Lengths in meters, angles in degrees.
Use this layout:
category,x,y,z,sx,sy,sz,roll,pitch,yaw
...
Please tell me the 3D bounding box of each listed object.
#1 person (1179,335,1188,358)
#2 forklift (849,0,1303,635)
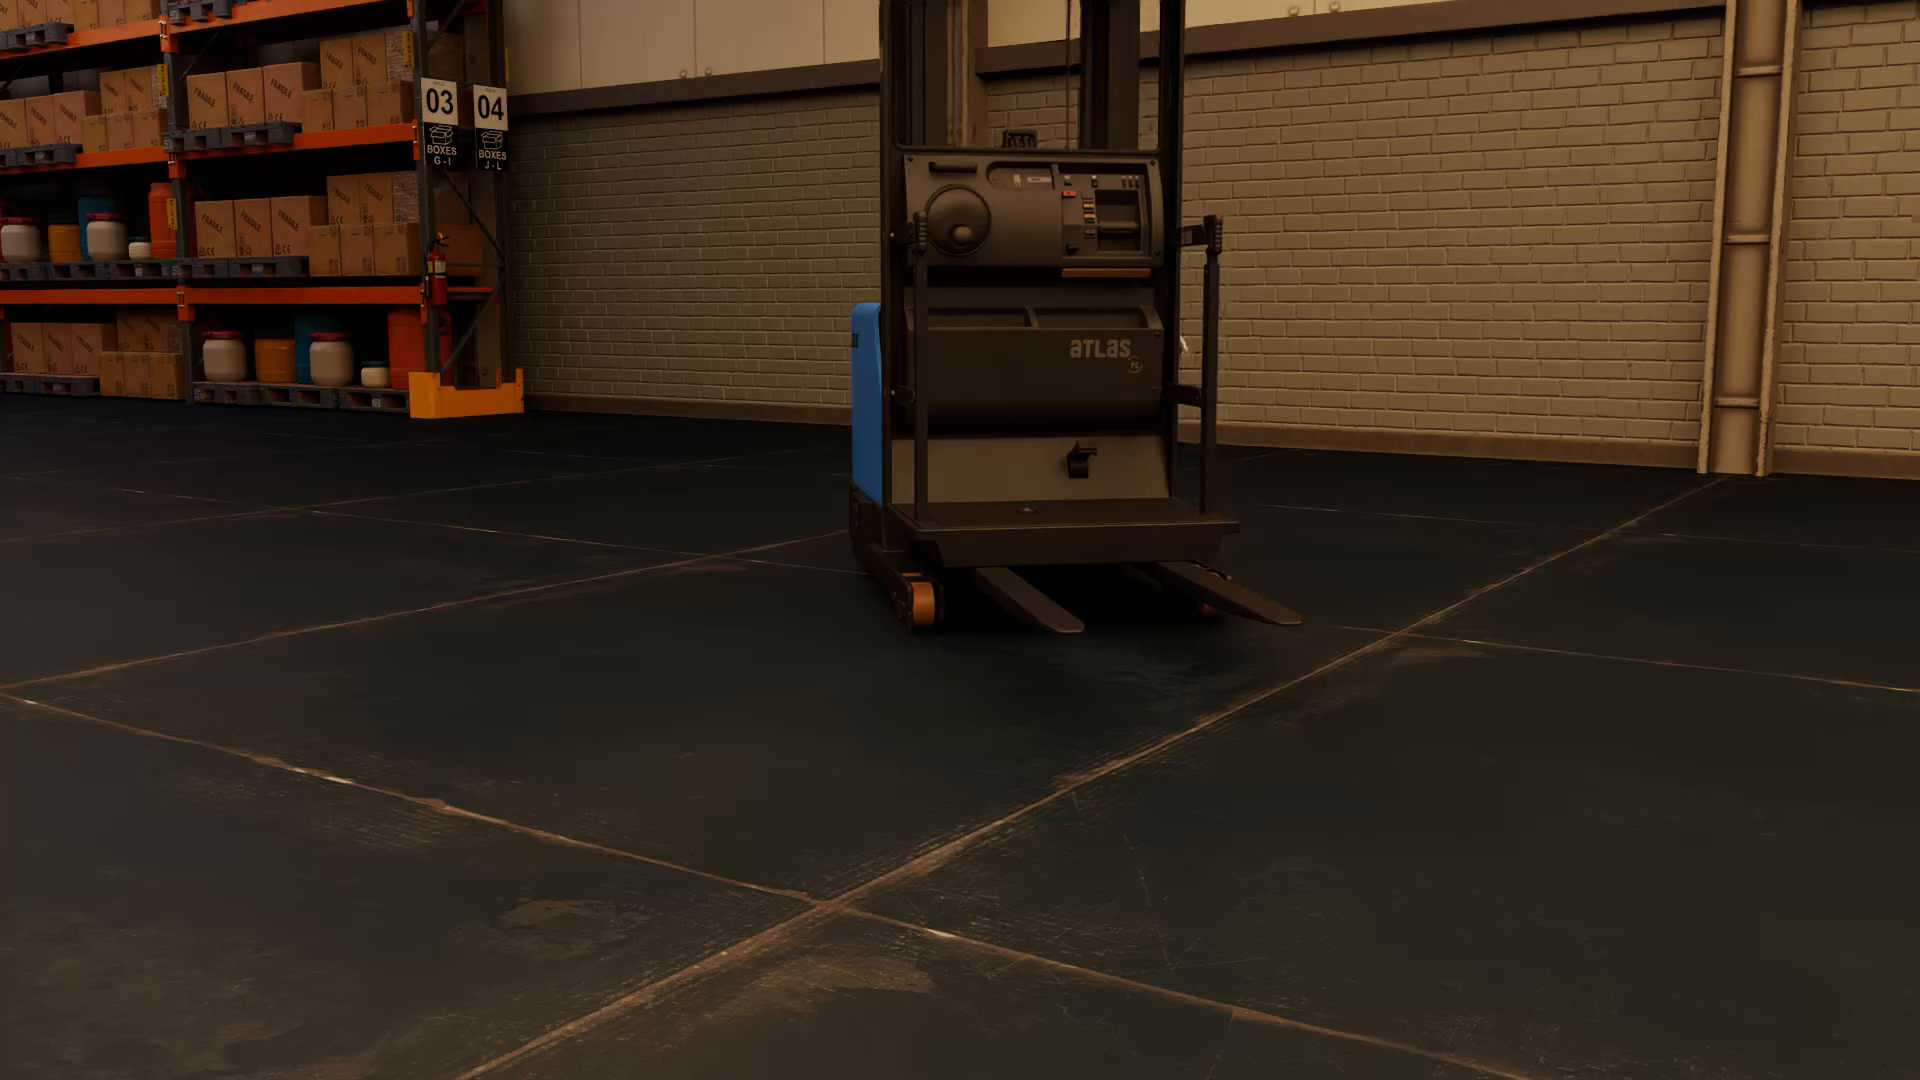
category,x,y,z,sx,sy,sz,roll,pitch,yaw
person,0.556,-0.704,6.945,0.794,1.593,0.666,1,8,5
forklift,0.306,-1.208,5.688,1.130,2.935,3.031,-2,8,-11
